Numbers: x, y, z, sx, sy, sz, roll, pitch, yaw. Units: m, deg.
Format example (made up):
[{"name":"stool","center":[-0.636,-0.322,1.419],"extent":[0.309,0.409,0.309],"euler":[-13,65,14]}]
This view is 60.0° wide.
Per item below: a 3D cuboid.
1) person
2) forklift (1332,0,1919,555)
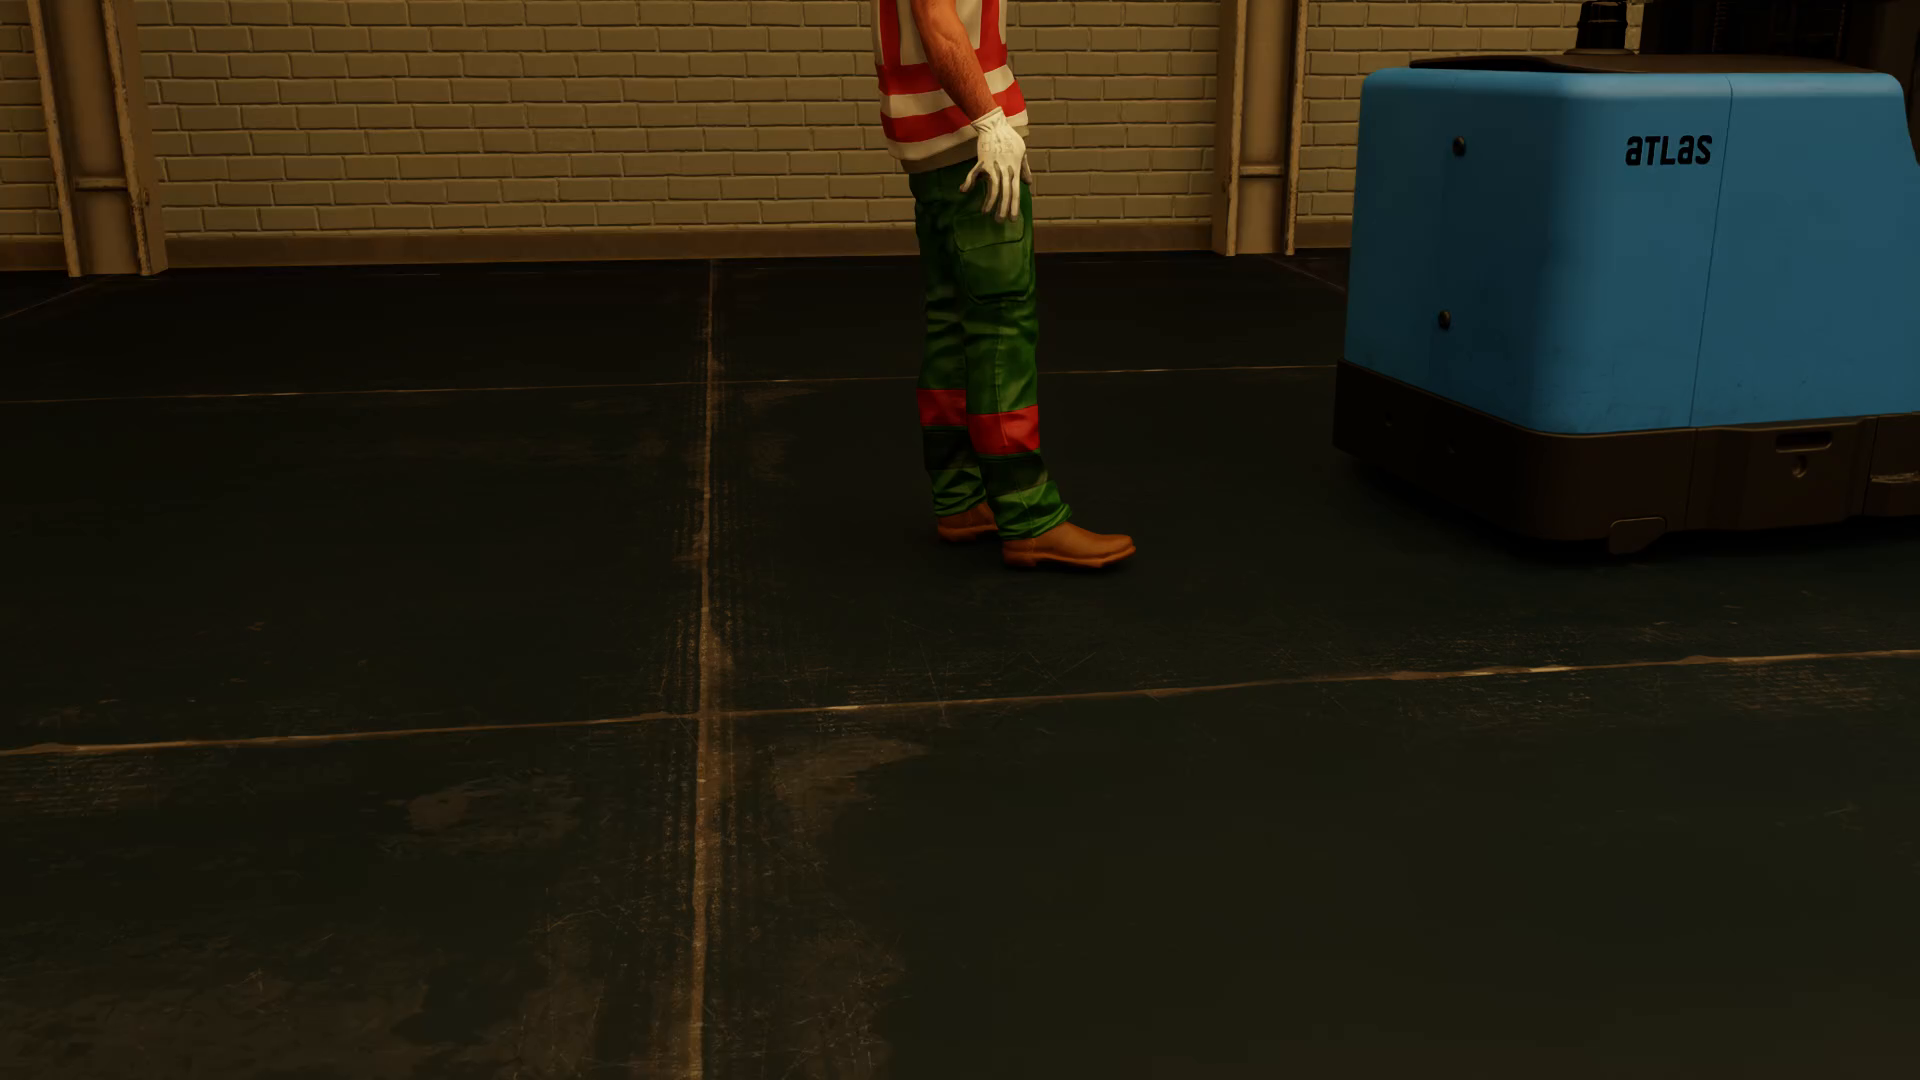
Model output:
[{"name":"person","center":[0.081,-0.863,3.705],"extent":[0.564,1.787,0.637],"euler":[-2,17,-8]},{"name":"forklift","center":[2.603,-1.585,4.147],"extent":[3.031,2.935,1.130],"euler":[-4,17,-15]}]
